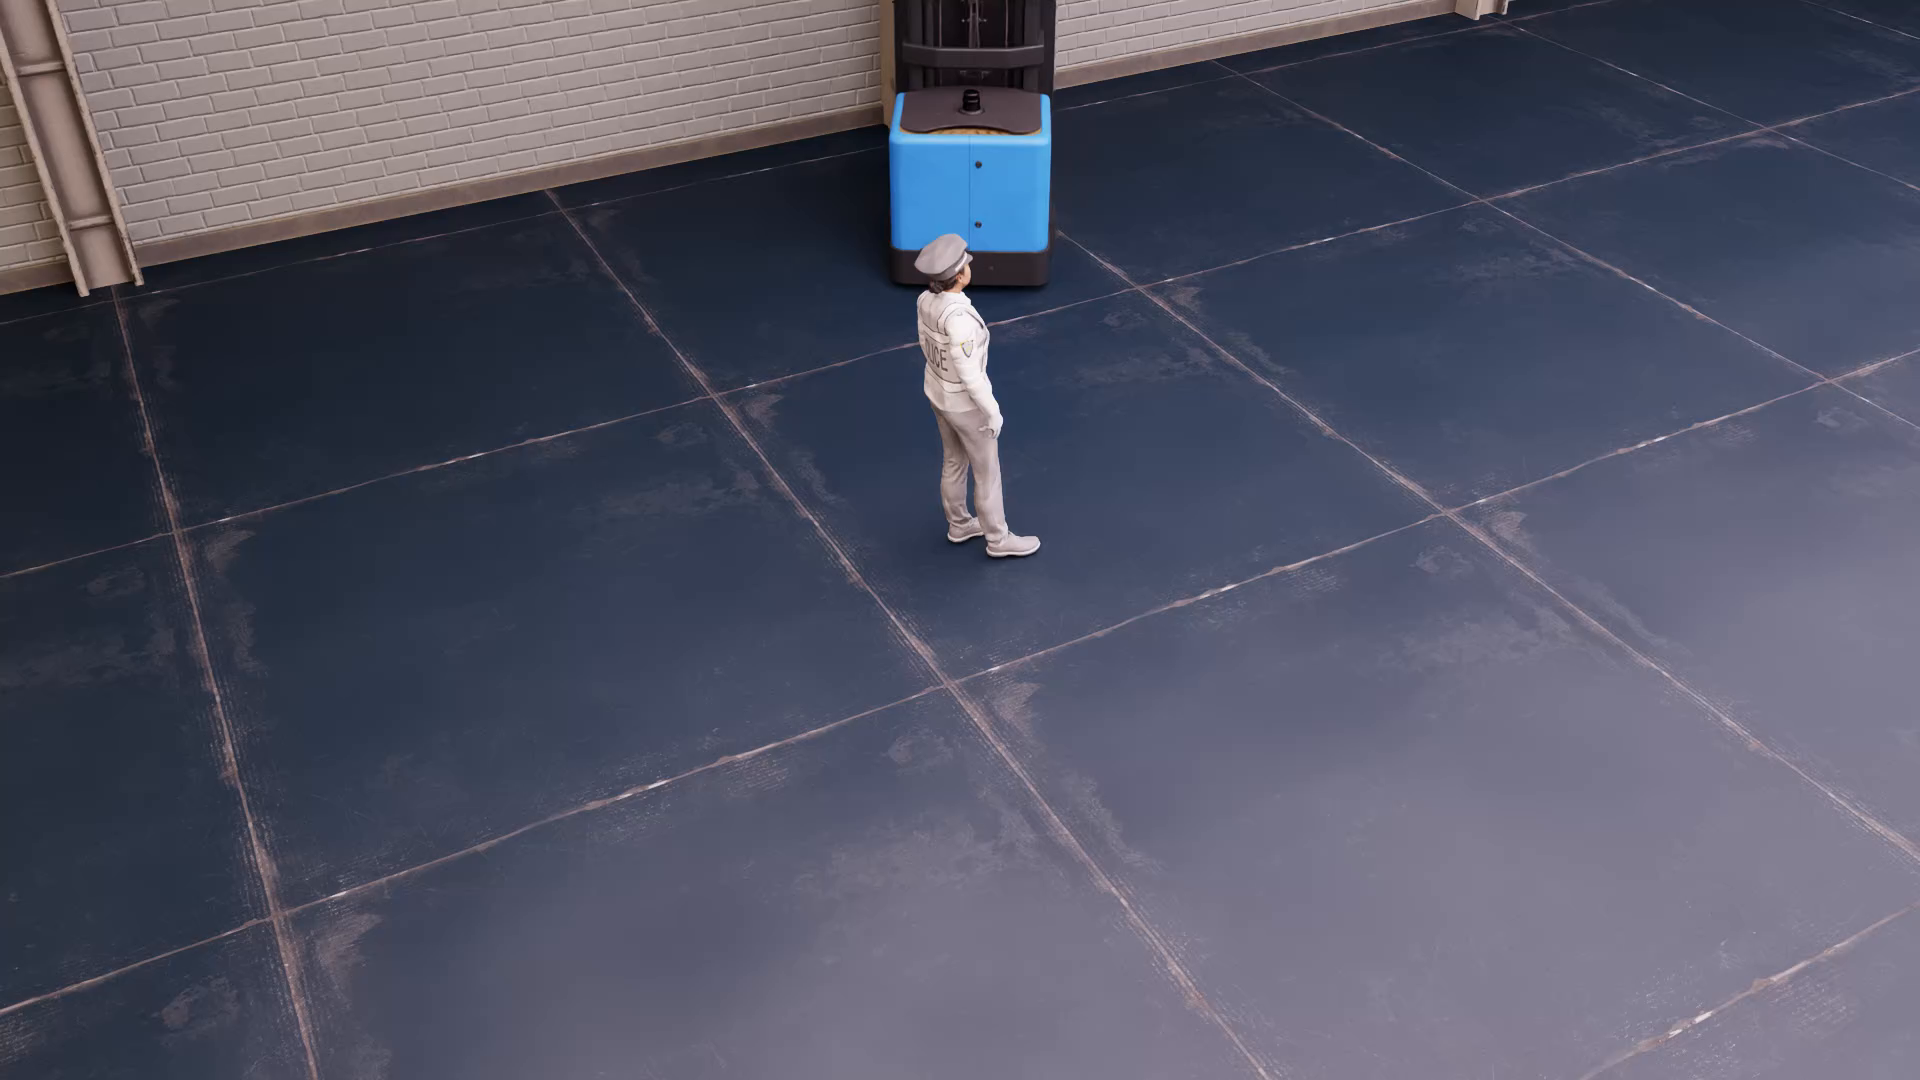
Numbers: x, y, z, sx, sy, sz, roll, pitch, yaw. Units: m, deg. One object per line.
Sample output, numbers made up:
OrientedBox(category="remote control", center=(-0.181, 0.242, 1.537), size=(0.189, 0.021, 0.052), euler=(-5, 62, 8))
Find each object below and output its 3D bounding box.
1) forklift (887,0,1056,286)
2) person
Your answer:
OrientedBox(category="forklift", center=(0.108, -3.683, 11.333), size=(1.130, 2.935, 3.031), euler=(1, 35, 2))
OrientedBox(category="person", center=(0.063, -0.713, 8.191), size=(0.531, 1.695, 0.588), euler=(-17, 39, -23))
